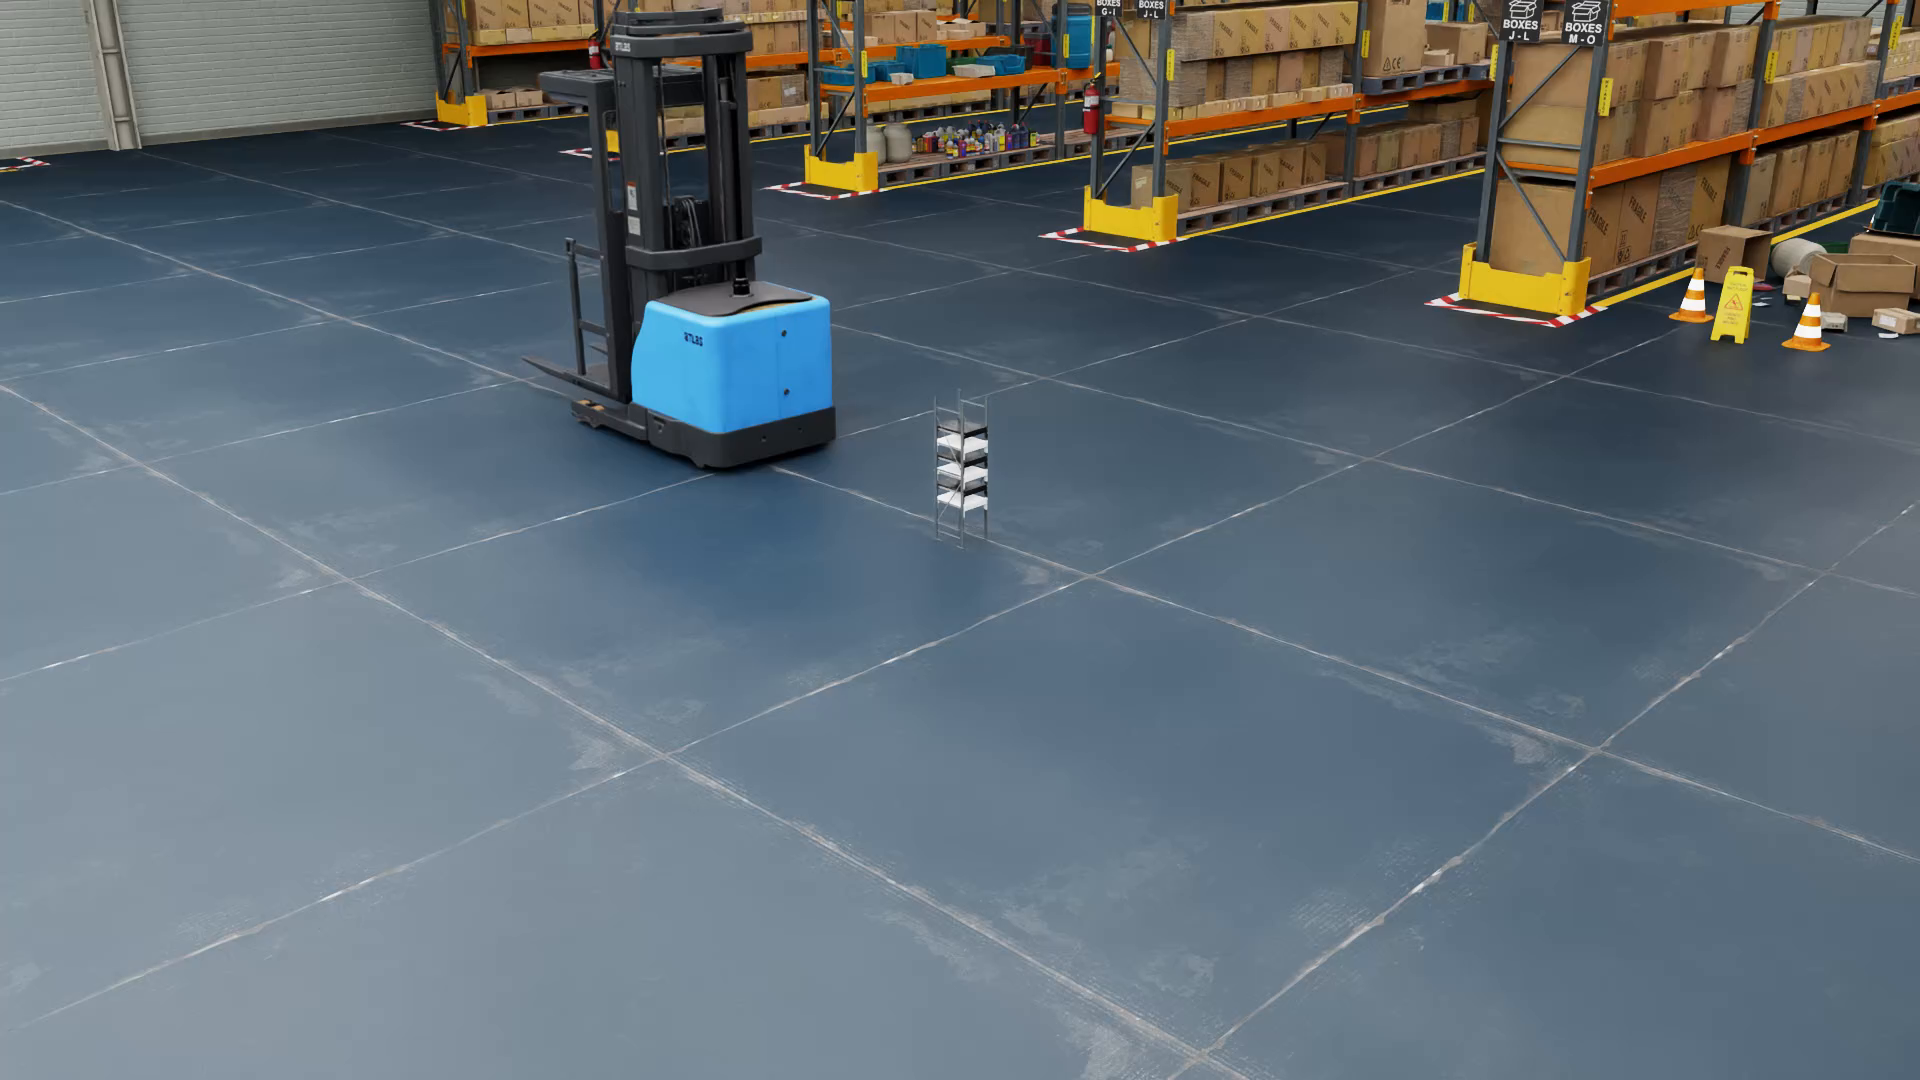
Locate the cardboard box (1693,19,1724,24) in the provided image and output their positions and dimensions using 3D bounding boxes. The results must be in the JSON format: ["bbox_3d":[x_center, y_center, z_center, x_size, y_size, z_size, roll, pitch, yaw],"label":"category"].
[{"bbox_3d":[12.931,-8.936,28.938,0.500,0.250,0.500,19,28,40],"label":"cardboard box"}]

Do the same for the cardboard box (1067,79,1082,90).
[{"bbox_3d":[2.000,-8.965,32.090,0.500,0.500,0.500,18,27,39],"label":"cardboard box"}]

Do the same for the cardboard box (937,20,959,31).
[{"bbox_3d":[-0.360,-9.259,30.108,0.500,0.311,0.500,19,28,40],"label":"cardboard box"}]

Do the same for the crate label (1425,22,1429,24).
[{"bbox_3d":[8.702,-9.799,31.673,0.396,0.136,0.243,19,28,41],"label":"crate label"}]

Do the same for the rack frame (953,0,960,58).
[{"bbox_3d":[-0.359,-11.749,36.462,1.000,3.000,0.127,19,28,41],"label":"rack frame"}]

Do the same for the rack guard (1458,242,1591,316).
[{"bbox_3d":[5.384,-2.505,15.895,1.175,0.500,0.348,19,28,41],"label":"rack guard"}]

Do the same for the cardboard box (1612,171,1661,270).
[{"bbox_3d":[6.438,-3.300,16.855,0.875,0.875,0.875,19,28,40],"label":"cardboard box"}]

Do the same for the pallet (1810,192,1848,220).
[{"bbox_3d":[10.377,-4.249,20.835,1.003,0.211,1.213,19,28,41],"label":"pallet"}]

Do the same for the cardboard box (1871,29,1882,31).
[{"bbox_3d":[12.621,-6.931,22.862,0.380,0.149,0.250,19,28,40],"label":"cardboard box"}]

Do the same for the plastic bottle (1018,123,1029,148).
[{"bbox_3d":[0.916,-5.945,24.439,0.144,0.351,0.185,18,28,39],"label":"plastic bottle"}]

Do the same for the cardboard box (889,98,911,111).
[{"bbox_3d":[-1.212,-7.673,29.104,0.500,0.250,0.500,18,28,39],"label":"cardboard box"}]

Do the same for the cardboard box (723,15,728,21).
[{"bbox_3d":[-3.853,-8.154,26.064,0.380,0.149,0.250,19,28,40],"label":"cardboard box"}]

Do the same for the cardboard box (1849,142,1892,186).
[{"bbox_3d":[11.657,-4.882,21.493,0.500,0.500,0.500,18,27,38],"label":"cardboard box"}]

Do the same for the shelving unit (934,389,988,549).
[{"bbox_3d":[0.006,-0.422,9.919,0.258,0.900,0.210,19,28,41],"label":"shelving unit"}]

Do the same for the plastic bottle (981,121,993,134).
[{"bbox_3d":[0.402,-6.043,24.694,0.144,0.351,0.185,19,28,41],"label":"plastic bottle"}]

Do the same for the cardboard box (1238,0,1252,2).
[{"bbox_3d":[5.866,-11.402,35.419,0.500,0.500,0.500,-19,28,-40],"label":"cardboard box"}]

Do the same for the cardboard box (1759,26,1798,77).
[{"bbox_3d":[8.890,-5.482,18.622,0.700,0.500,0.500,19,28,40],"label":"cardboard box"}]

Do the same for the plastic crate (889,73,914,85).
[{"bbox_3d":[-0.777,-6.212,22.422,0.298,0.136,0.250,19,28,41],"label":"plastic crate"}]

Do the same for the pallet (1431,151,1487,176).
[{"bbox_3d":[6.952,-5.500,24.089,1.003,0.211,1.213,19,28,41],"label":"pallet"}]

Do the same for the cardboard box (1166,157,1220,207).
[{"bbox_3d":[2.757,-4.293,19.962,0.500,0.500,0.500,-12,24,-28],"label":"cardboard box"}]

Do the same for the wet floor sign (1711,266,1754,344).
[{"bbox_3d":[6.799,-2.076,14.577,0.267,0.644,0.232,14,25,32],"label":"wet floor sign"}]

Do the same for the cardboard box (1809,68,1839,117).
[{"bbox_3d":[9.807,-5.209,19.307,0.500,0.500,0.500,-20,28,-41],"label":"cardboard box"}]

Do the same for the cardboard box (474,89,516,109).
[{"bbox_3d":[-8.183,-7.770,29.244,0.500,0.311,0.500,15,26,35],"label":"cardboard box"}]

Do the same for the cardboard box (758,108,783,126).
[{"bbox_3d":[-3.249,-6.934,27.182,0.500,0.250,0.500,19,28,41],"label":"cardboard box"}]

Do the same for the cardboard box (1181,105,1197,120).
[{"bbox_3d":[2.475,-4.901,18.996,0.380,0.149,0.250,19,28,41],"label":"cardboard box"}]

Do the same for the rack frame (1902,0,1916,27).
[{"bbox_3d":[13.772,-6.763,23.488,1.000,3.000,0.127,19,28,41],"label":"rack frame"}]

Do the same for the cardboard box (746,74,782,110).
[{"bbox_3d":[-3.258,-7.288,27.056,0.500,0.500,0.500,19,28,41],"label":"cardboard box"}]

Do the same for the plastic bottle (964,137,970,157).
[{"bbox_3d":[0.096,-5.593,23.635,0.097,0.271,0.097,0,21,0],"label":"plastic bottle"}]

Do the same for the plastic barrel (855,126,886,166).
[{"bbox_3d":[-1.227,-5.408,22.847,0.421,0.512,0.421,0,21,0],"label":"plastic barrel"}]

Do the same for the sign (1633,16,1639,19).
[{"bbox_3d":[10.684,-8.400,26.245,0.100,0.325,0.005,19,28,41],"label":"sign"}]

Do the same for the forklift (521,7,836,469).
[{"bbox_3d":[-2.237,-2.297,11.966,1.130,2.935,3.031,-18,27,-39],"label":"forklift"}]

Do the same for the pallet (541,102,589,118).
[{"bbox_3d":[-7.234,-7.895,30.320,1.003,0.211,1.213,19,28,41],"label":"pallet"}]

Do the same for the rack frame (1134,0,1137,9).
[{"bbox_3d":[3.193,-10.510,33.239,1.000,3.000,0.127,19,28,41],"label":"rack frame"}]

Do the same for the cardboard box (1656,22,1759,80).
[{"bbox_3d":[7.909,-5.194,17.693,0.875,0.550,0.550,19,28,41],"label":"cardboard box"}]

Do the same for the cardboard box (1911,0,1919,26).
[{"bbox_3d":[13.906,-7.604,23.728,0.500,0.500,0.500,18,27,39],"label":"cardboard box"}]

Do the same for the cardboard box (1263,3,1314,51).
[{"bbox_3d":[3.893,-6.184,20.036,0.500,0.500,0.500,19,28,41],"label":"cardboard box"}]

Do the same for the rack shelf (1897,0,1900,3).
[{"bbox_3d":[12.376,-7.313,21.742,1.077,0.370,4.000,19,28,41],"label":"rack shelf"}]

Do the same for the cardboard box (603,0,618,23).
[{"bbox_3d":[-6.392,-9.654,30.146,0.500,0.500,0.500,19,28,40],"label":"cardboard box"}]

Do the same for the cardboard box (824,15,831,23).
[{"bbox_3d":[-2.753,-10.640,33.898,0.380,0.149,0.250,19,28,40],"label":"cardboard box"}]

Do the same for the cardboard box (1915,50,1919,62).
[{"bbox_3d":[12.360,-6.358,21.784,0.380,0.149,0.250,19,28,40],"label":"cardboard box"}]

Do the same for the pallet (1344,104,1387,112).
[{"bbox_3d":[7.225,-8.167,31.028,1.003,0.211,1.213,19,28,41],"label":"pallet"}]

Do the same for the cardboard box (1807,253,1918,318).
[{"bbox_3d":[8.429,-2.385,15.579,0.797,0.503,0.637,2,21,4],"label":"cardboard box"}]

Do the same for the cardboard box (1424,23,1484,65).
[{"bbox_3d":[6.832,-6.927,23.192,0.500,0.500,0.700,-15,26,-34],"label":"cardboard box"}]

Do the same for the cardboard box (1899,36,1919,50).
[{"bbox_3d":[12.358,-6.500,21.739,0.250,0.149,0.380,-19,28,-40],"label":"cardboard box"}]

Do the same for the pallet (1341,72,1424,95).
[{"bbox_3d":[5.345,-6.044,21.886,1.003,0.211,1.213,19,28,41],"label":"pallet"}]

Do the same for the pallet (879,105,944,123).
[{"bbox_3d":[-1.050,-7.667,29.727,1.003,0.211,1.213,19,28,41],"label":"pallet"}]

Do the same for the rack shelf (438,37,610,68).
[{"bbox_3d":[-7.335,-8.843,29.903,1.077,0.370,4.000,19,28,41],"label":"rack shelf"}]

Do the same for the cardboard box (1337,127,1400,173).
[{"bbox_3d":[5.498,-5.283,22.508,0.700,0.500,0.500,19,28,40],"label":"cardboard box"}]

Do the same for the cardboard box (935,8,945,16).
[{"bbox_3d":[-0.551,-11.413,35.909,0.250,0.149,0.380,-20,28,-41],"label":"cardboard box"}]

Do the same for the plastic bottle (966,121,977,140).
[{"bbox_3d":[0.167,-6.030,24.661,0.144,0.351,0.185,18,27,38],"label":"plastic bottle"}]

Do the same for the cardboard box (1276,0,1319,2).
[{"bbox_3d":[4.211,-6.574,21.049,0.500,0.500,0.500,19,28,41],"label":"cardboard box"}]

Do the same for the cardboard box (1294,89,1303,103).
[{"bbox_3d":[4.006,-5.493,20.535,0.380,0.149,0.250,19,28,41],"label":"cardboard box"}]

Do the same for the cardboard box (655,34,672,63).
[{"bbox_3d":[-4.843,-7.589,25.499,0.700,0.500,0.500,19,28,41],"label":"cardboard box"}]

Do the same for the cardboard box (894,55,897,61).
[{"bbox_3d":[-1.337,-10.513,35.657,0.750,0.750,0.750,-19,28,-40],"label":"cardboard box"}]
